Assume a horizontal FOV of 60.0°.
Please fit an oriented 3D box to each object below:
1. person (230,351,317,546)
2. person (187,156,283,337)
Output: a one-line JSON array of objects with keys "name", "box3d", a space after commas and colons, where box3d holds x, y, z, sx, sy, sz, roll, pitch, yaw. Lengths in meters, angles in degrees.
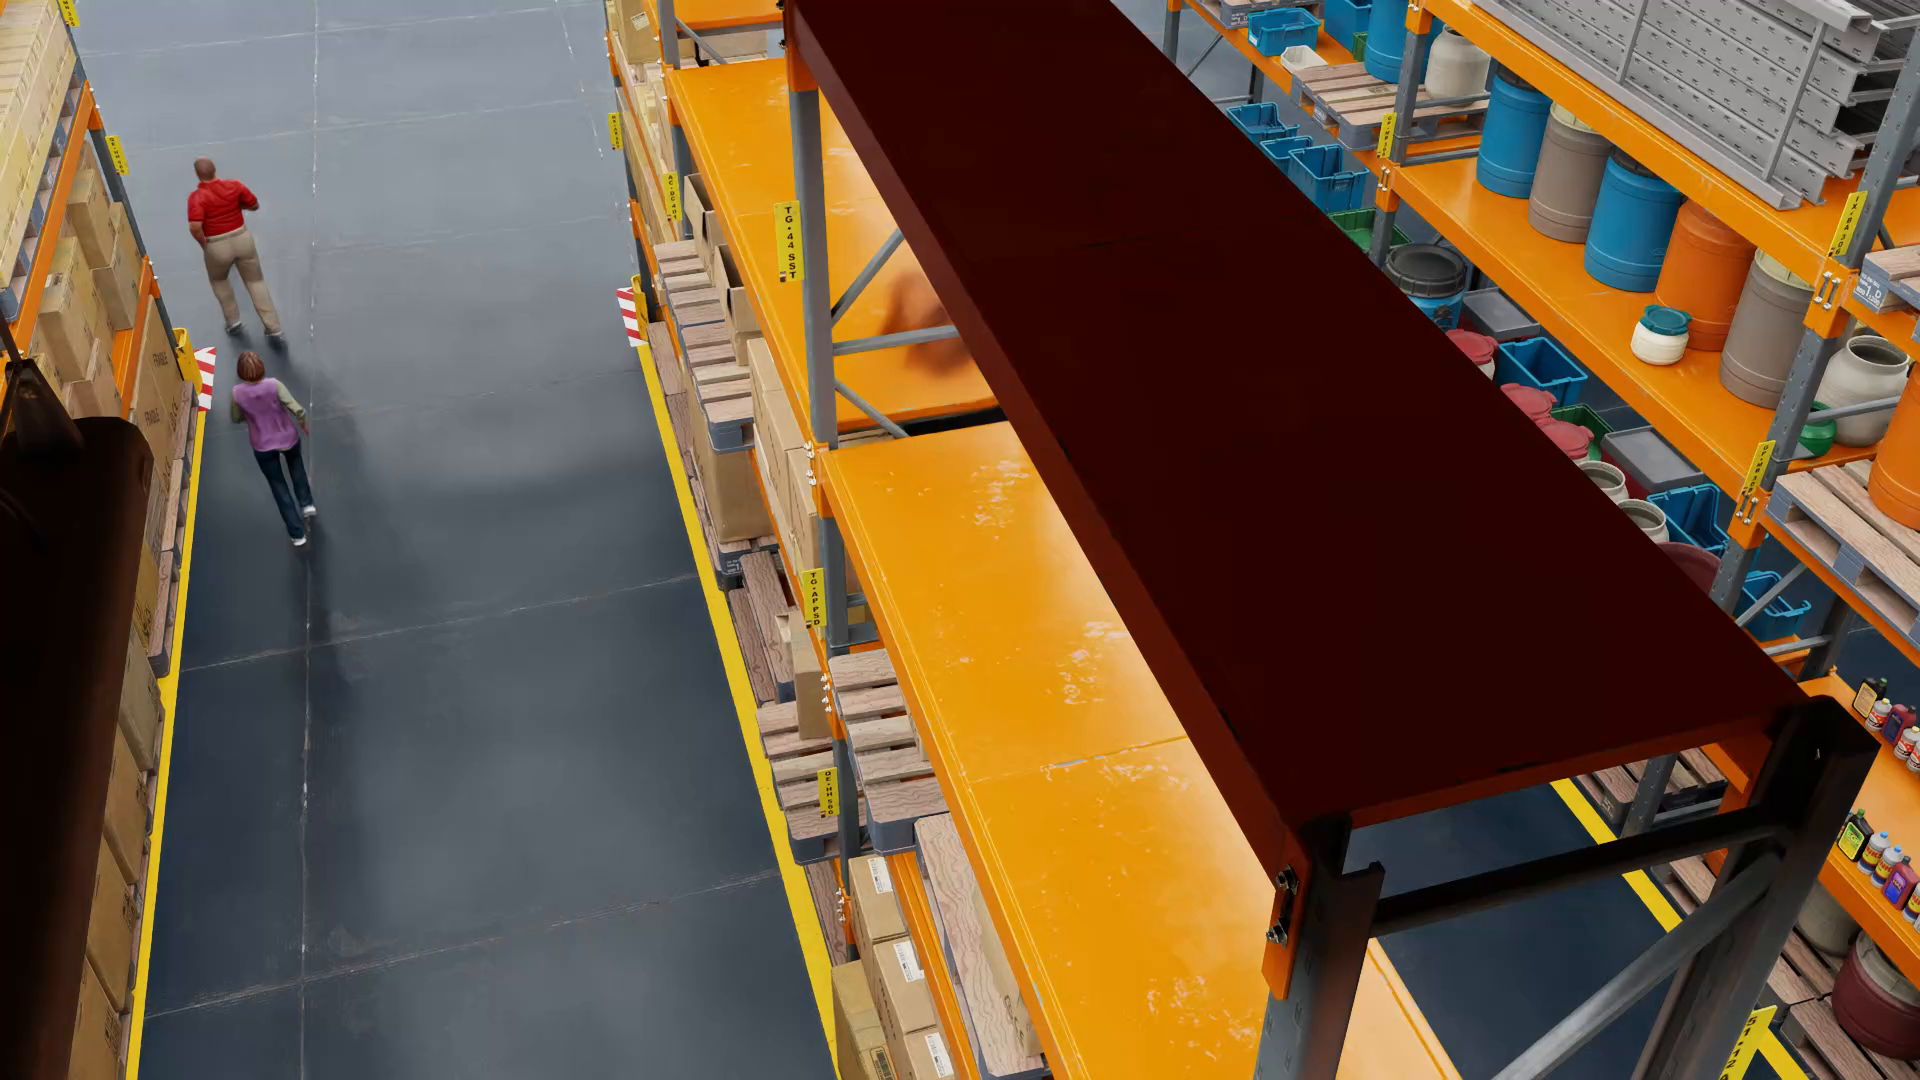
[{"name": "person", "box3d": [-5.093, -0.695, 12.427, 0.503, 1.629, 0.710, -18, 42, -21]}, {"name": "person", "box3d": [-6.408, -2.542, 14.655, 0.656, 1.803, 0.749, -25, 45, -28]}]
